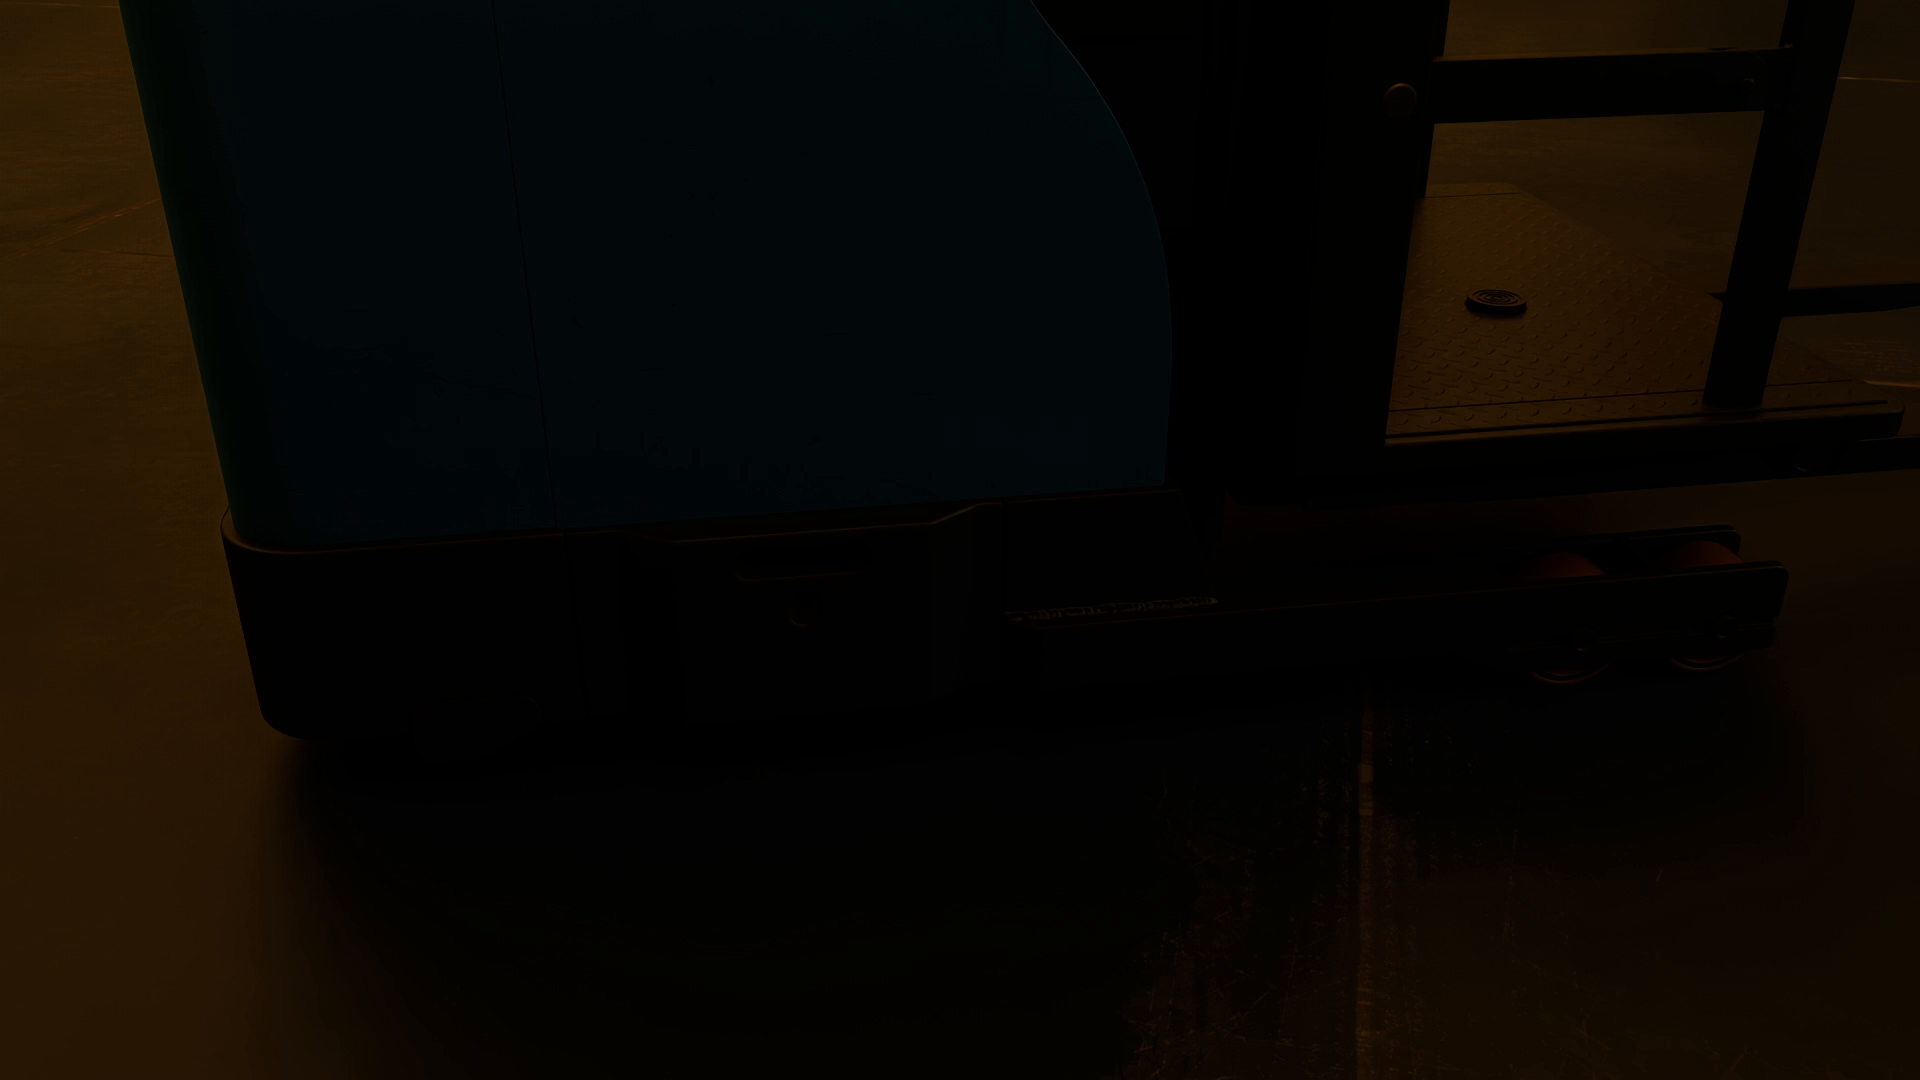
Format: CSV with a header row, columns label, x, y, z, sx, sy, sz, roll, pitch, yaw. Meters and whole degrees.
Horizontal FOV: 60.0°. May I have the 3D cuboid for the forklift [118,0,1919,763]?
label,x,y,z,sx,sy,sz,roll,pitch,yaw
forklift,0.600,-1.354,1.930,3.031,2.935,1.130,-4,27,-9
